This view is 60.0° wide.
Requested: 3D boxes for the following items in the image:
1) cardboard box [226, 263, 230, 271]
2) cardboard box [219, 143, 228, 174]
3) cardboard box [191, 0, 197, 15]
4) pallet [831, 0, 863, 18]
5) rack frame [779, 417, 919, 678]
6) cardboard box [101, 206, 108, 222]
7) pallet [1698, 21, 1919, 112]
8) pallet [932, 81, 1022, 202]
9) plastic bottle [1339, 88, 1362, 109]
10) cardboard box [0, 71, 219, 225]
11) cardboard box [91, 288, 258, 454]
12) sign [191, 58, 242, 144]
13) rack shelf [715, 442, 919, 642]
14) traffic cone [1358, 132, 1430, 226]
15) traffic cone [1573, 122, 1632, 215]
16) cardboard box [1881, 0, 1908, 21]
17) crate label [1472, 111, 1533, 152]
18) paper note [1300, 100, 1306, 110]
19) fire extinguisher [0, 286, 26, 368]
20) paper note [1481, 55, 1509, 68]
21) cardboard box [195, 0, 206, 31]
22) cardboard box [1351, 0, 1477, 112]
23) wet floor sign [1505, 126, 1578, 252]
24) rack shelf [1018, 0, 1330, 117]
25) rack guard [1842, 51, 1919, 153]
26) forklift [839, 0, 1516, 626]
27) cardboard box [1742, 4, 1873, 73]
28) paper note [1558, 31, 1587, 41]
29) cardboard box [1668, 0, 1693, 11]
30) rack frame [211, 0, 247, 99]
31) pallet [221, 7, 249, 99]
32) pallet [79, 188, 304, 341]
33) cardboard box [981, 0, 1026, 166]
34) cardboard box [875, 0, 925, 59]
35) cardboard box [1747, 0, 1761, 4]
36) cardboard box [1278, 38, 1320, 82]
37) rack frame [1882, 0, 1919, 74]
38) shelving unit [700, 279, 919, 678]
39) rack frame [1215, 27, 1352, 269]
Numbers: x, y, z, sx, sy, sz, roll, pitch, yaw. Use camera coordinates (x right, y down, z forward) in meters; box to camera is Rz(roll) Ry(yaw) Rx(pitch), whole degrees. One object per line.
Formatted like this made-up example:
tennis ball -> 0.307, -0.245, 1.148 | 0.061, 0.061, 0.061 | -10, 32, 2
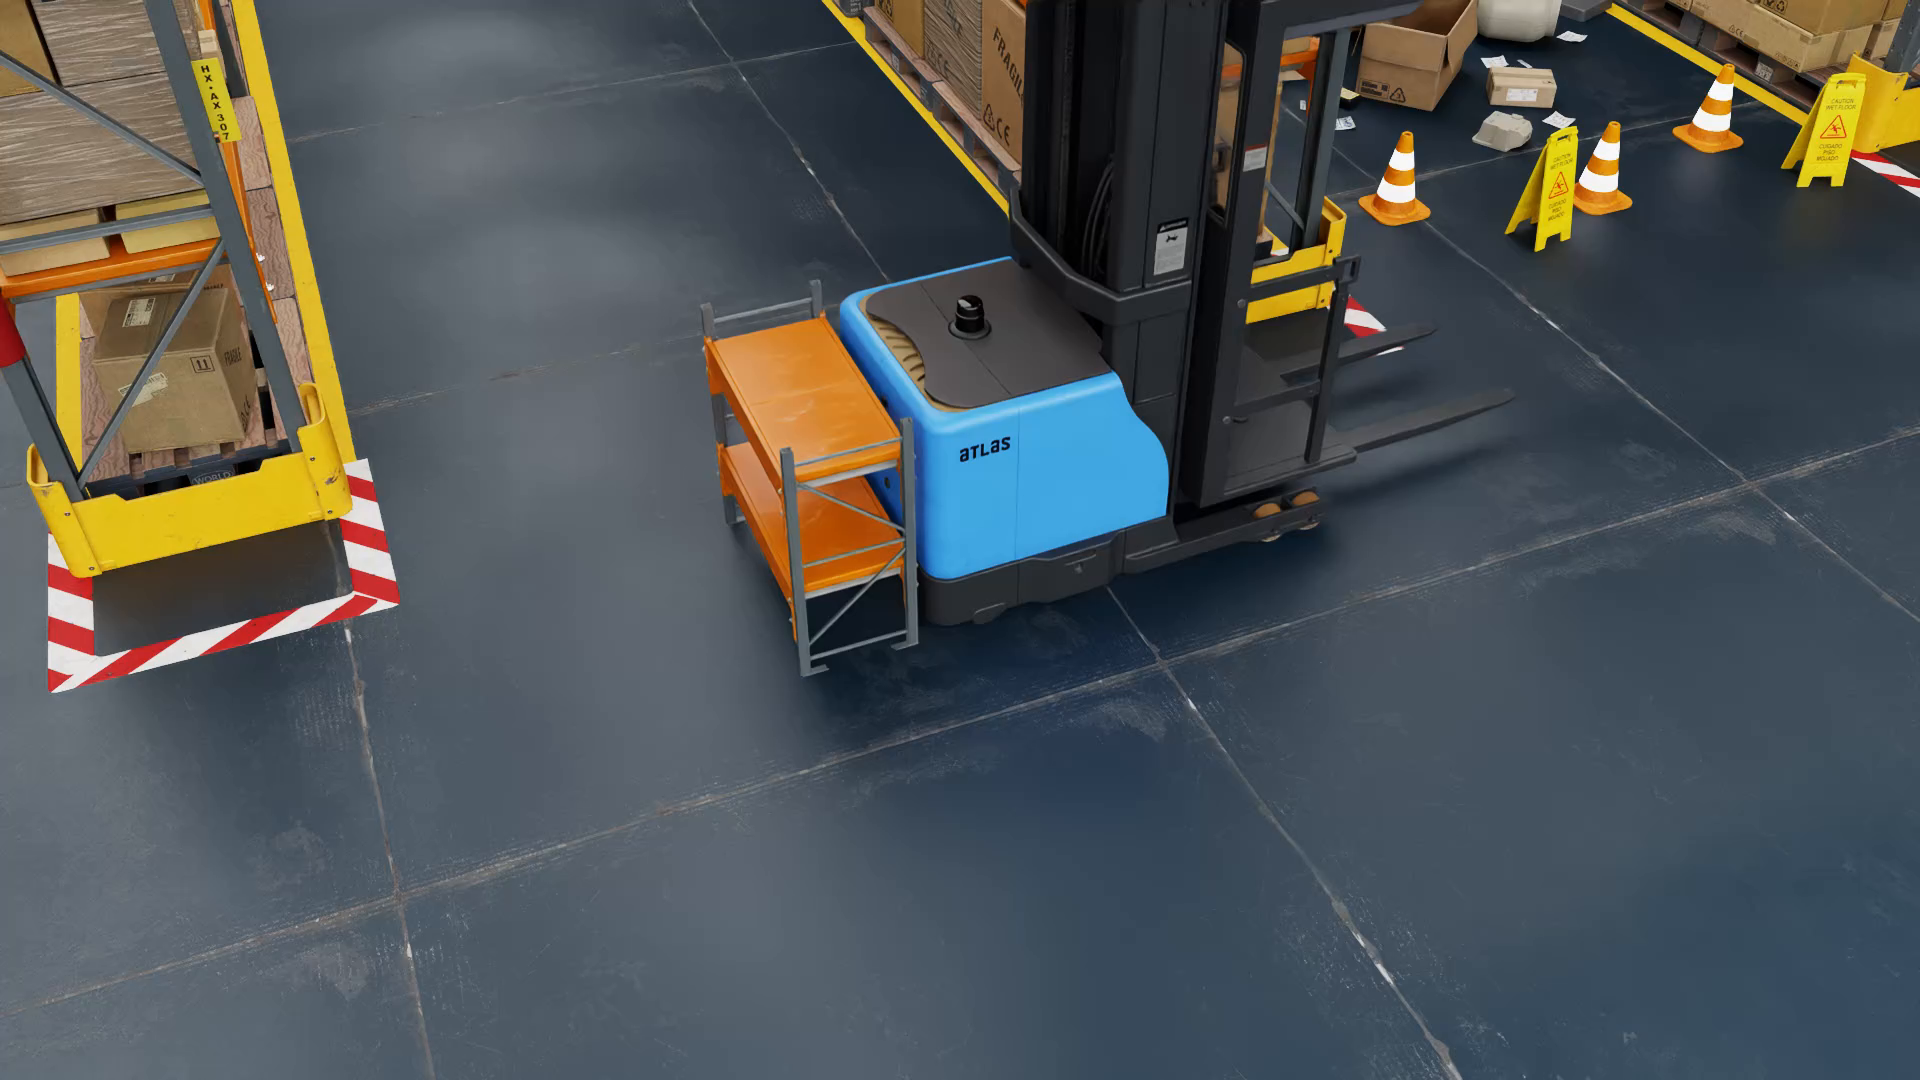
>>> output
cardboard box -> -3.973, -1.492, 8.280 | 0.500, 0.500, 0.500 | -11, 42, -13
cardboard box -> -3.315, -1.613, 7.017 | 0.380, 0.149, 0.250 | -15, 43, -17
cardboard box -> -3.410, -2.399, 6.667 | 0.500, 0.500, 0.500 | -15, 43, -17
pallet -> -0.541, -4.142, 11.904 | 1.003, 0.211, 1.213 | -15, 43, -17
rack frame -> -0.405, 0.050, 6.329 | 0.500, 1.125, 0.032 | -15, 43, -17
cardboard box -> -3.662, -1.343, 6.703 | 0.380, 0.149, 0.250 | -15, 43, -17
pallet -> 5.582, -3.126, 10.723 | 1.003, 0.211, 1.213 | -15, 43, -17
pallet -> 0.513, -2.482, 9.974 | 1.003, 0.211, 1.213 | -15, 43, -17
plastic bottle -> 2.373, -2.799, 10.458 | 0.133, 0.061, 0.283 | -31, 49, -31
cardboard box -> -3.452, -1.656, 6.570 | 0.875, 0.500, 0.500 | -15, 43, -17
cardboard box -> -3.490, -0.759, 7.427 | 0.500, 0.500, 0.500 | -8, 41, -9
sign -> -2.766, -1.631, 6.182 | 0.100, 0.325, 0.005 | -15, 43, -17
rack shelf -> -0.602, -0.071, 6.844 | 0.538, 0.278, 1.000 | -15, 43, -17
traffic cone -> 2.463, -2.056, 9.286 | 0.336, 0.463, 0.334 | -15, 43, -17
traffic cone -> 3.637, -2.133, 9.375 | 0.336, 0.463, 0.334 | -15, 43, -17
cardboard box -> 5.826, -3.609, 10.358 | 0.500, 0.500, 0.500 | -16, 43, -18
crate label -> 3.279, -2.467, 10.014 | 0.298, 0.136, 0.250 | 27, 47, 27
paper note -> 2.147, -2.723, 10.409 | 0.032, 0.001, 0.123 | 5, 41, 6
fire extinguisher -> -3.649, -0.954, 6.118 | 0.296, 0.674, 0.183 | -15, 43, -17
paper note -> 3.502, -3.131, 10.876 | 0.148, 0.019, 0.142 | -2, 41, -2
cardboard box -> -3.883, -2.518, 8.070 | 0.380, 0.149, 0.250 | -15, 43, -17
cardboard box -> 2.878, -3.119, 10.491 | 0.637, 0.503, 0.797 | 19, 44, 20
wet floor sign -> 3.195, -1.927, 8.996 | 0.267, 0.644, 0.232 | -23, 46, -24
rack shelf -> 0.589, -3.275, 9.310 | 1.077, 0.370, 4.000 | -15, 43, -17
rack guard -> 5.860, -2.737, 10.050 | 1.175, 0.500, 0.348 | -15, 43, -17
forklift -> 1.057, -1.403, 6.633 | 3.031, 2.935, 1.130 | -16, 43, -18
cardboard box -> 5.322, -3.190, 10.446 | 0.500, 0.250, 0.500 | -15, 43, -17
paper note -> 4.110, -3.381, 11.159 | 0.142, 0.019, 0.148 | -31, 49, -31
cardboard box -> 4.935, -3.804, 11.159 | 0.500, 0.250, 0.500 | -17, 43, -18
rack frame -> -4.797, -3.576, 9.108 | 1.000, 3.000, 0.127 | -15, 43, -17
pallet -> -5.097, -2.988, 10.563 | 1.003, 0.211, 1.213 | -15, 43, -17
pallet -> -4.037, -1.387, 8.701 | 1.003, 0.211, 1.213 | -15, 43, -17
cardboard box -> 0.695, -2.619, 9.302 | 0.875, 0.875, 0.875 | -16, 43, -18
cardboard box -> 0.000, -3.710, 10.572 | 0.875, 0.875, 0.875 | -14, 43, -16
cardboard box -> 5.139, -3.771, 10.547 | 0.500, 0.500, 0.500 | -14, 43, -15
cardboard box -> 2.183, -3.140, 10.698 | 0.396, 0.266, 0.258 | -8, 41, -9
rack frame -> 5.889, -3.639, 9.181 | 1.000, 3.000, 0.127 | -15, 43, -17
shelving unit -> -0.602, -0.256, 6.685 | 0.538, 1.125, 1.048 | -15, 43, -17
rack frame -> 1.354, -2.343, 7.675 | 1.000, 3.000, 0.127 | -15, 43, -17
